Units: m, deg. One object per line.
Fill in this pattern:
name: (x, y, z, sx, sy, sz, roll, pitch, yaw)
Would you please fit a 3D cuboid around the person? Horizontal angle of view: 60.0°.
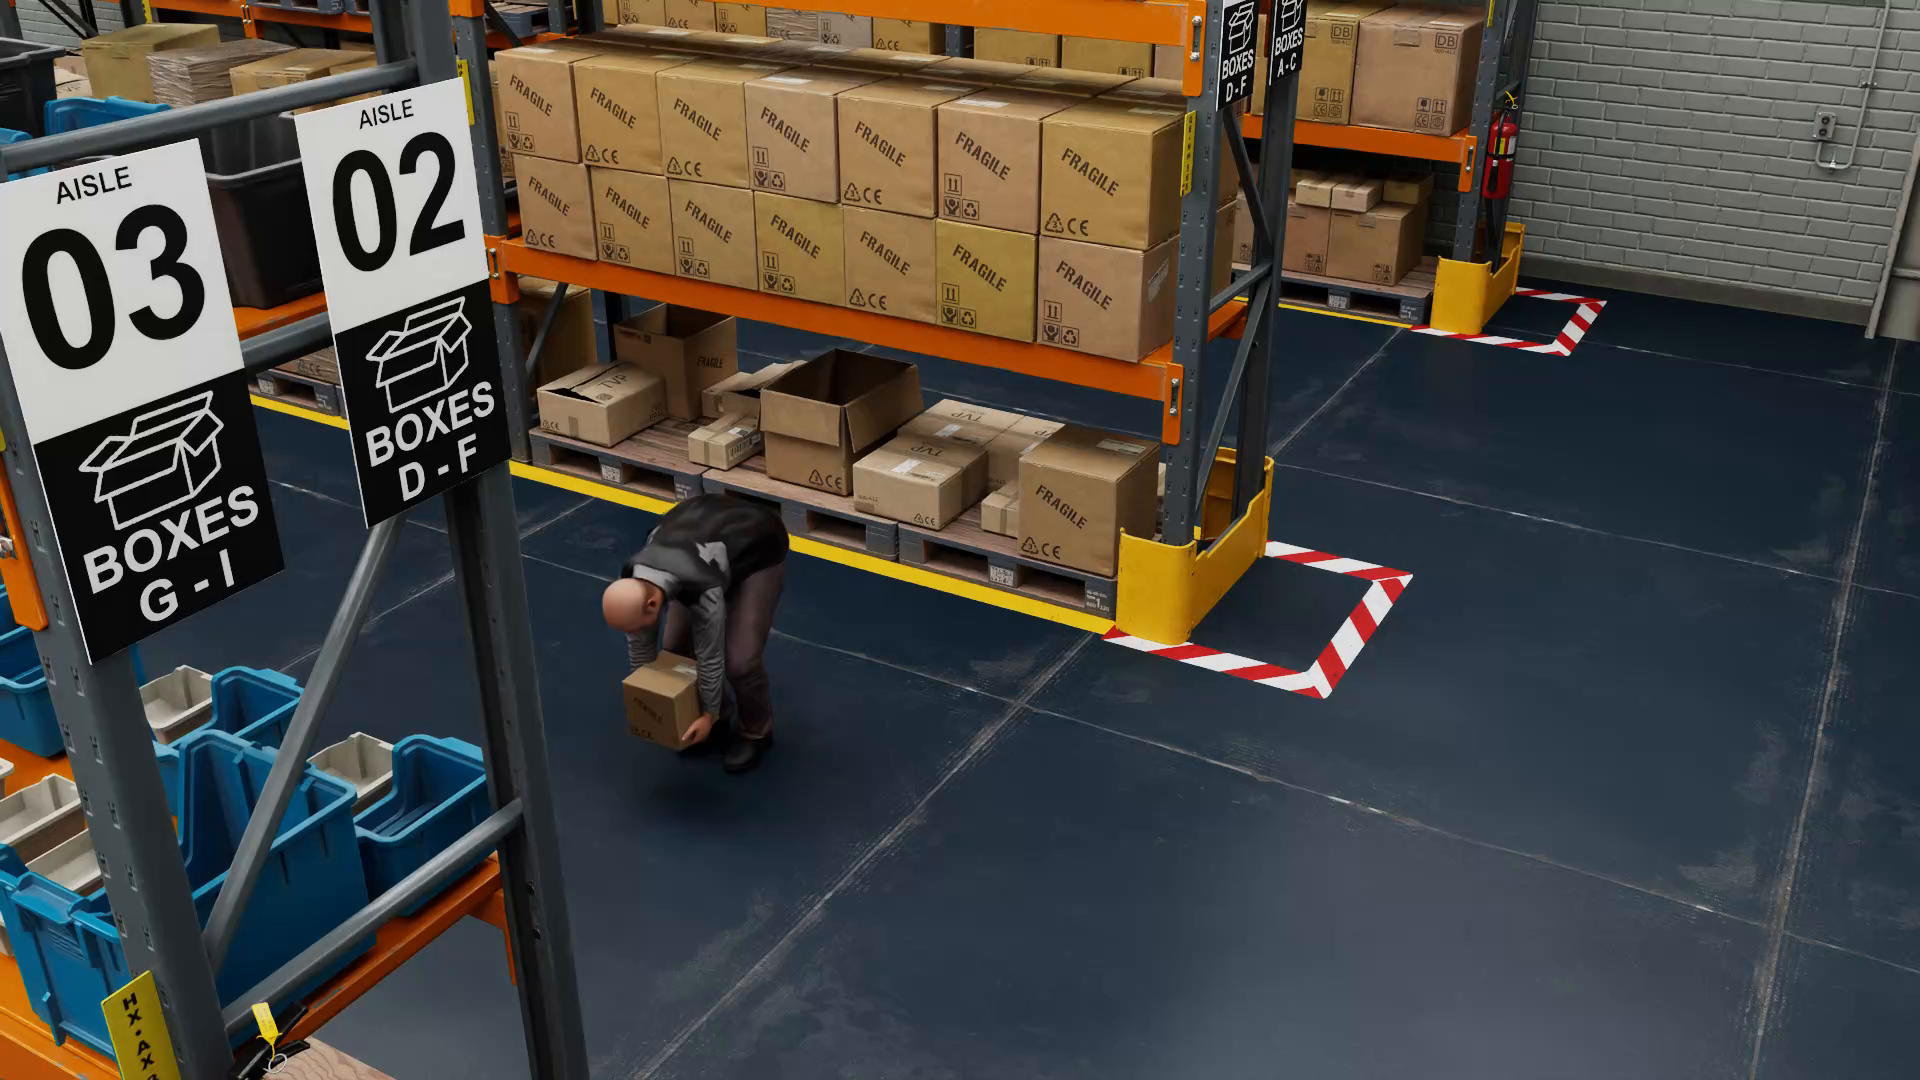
person: (-1.033, 0.440, 6.478, 0.462, 1.080, 0.939, 13, 29, 24)
